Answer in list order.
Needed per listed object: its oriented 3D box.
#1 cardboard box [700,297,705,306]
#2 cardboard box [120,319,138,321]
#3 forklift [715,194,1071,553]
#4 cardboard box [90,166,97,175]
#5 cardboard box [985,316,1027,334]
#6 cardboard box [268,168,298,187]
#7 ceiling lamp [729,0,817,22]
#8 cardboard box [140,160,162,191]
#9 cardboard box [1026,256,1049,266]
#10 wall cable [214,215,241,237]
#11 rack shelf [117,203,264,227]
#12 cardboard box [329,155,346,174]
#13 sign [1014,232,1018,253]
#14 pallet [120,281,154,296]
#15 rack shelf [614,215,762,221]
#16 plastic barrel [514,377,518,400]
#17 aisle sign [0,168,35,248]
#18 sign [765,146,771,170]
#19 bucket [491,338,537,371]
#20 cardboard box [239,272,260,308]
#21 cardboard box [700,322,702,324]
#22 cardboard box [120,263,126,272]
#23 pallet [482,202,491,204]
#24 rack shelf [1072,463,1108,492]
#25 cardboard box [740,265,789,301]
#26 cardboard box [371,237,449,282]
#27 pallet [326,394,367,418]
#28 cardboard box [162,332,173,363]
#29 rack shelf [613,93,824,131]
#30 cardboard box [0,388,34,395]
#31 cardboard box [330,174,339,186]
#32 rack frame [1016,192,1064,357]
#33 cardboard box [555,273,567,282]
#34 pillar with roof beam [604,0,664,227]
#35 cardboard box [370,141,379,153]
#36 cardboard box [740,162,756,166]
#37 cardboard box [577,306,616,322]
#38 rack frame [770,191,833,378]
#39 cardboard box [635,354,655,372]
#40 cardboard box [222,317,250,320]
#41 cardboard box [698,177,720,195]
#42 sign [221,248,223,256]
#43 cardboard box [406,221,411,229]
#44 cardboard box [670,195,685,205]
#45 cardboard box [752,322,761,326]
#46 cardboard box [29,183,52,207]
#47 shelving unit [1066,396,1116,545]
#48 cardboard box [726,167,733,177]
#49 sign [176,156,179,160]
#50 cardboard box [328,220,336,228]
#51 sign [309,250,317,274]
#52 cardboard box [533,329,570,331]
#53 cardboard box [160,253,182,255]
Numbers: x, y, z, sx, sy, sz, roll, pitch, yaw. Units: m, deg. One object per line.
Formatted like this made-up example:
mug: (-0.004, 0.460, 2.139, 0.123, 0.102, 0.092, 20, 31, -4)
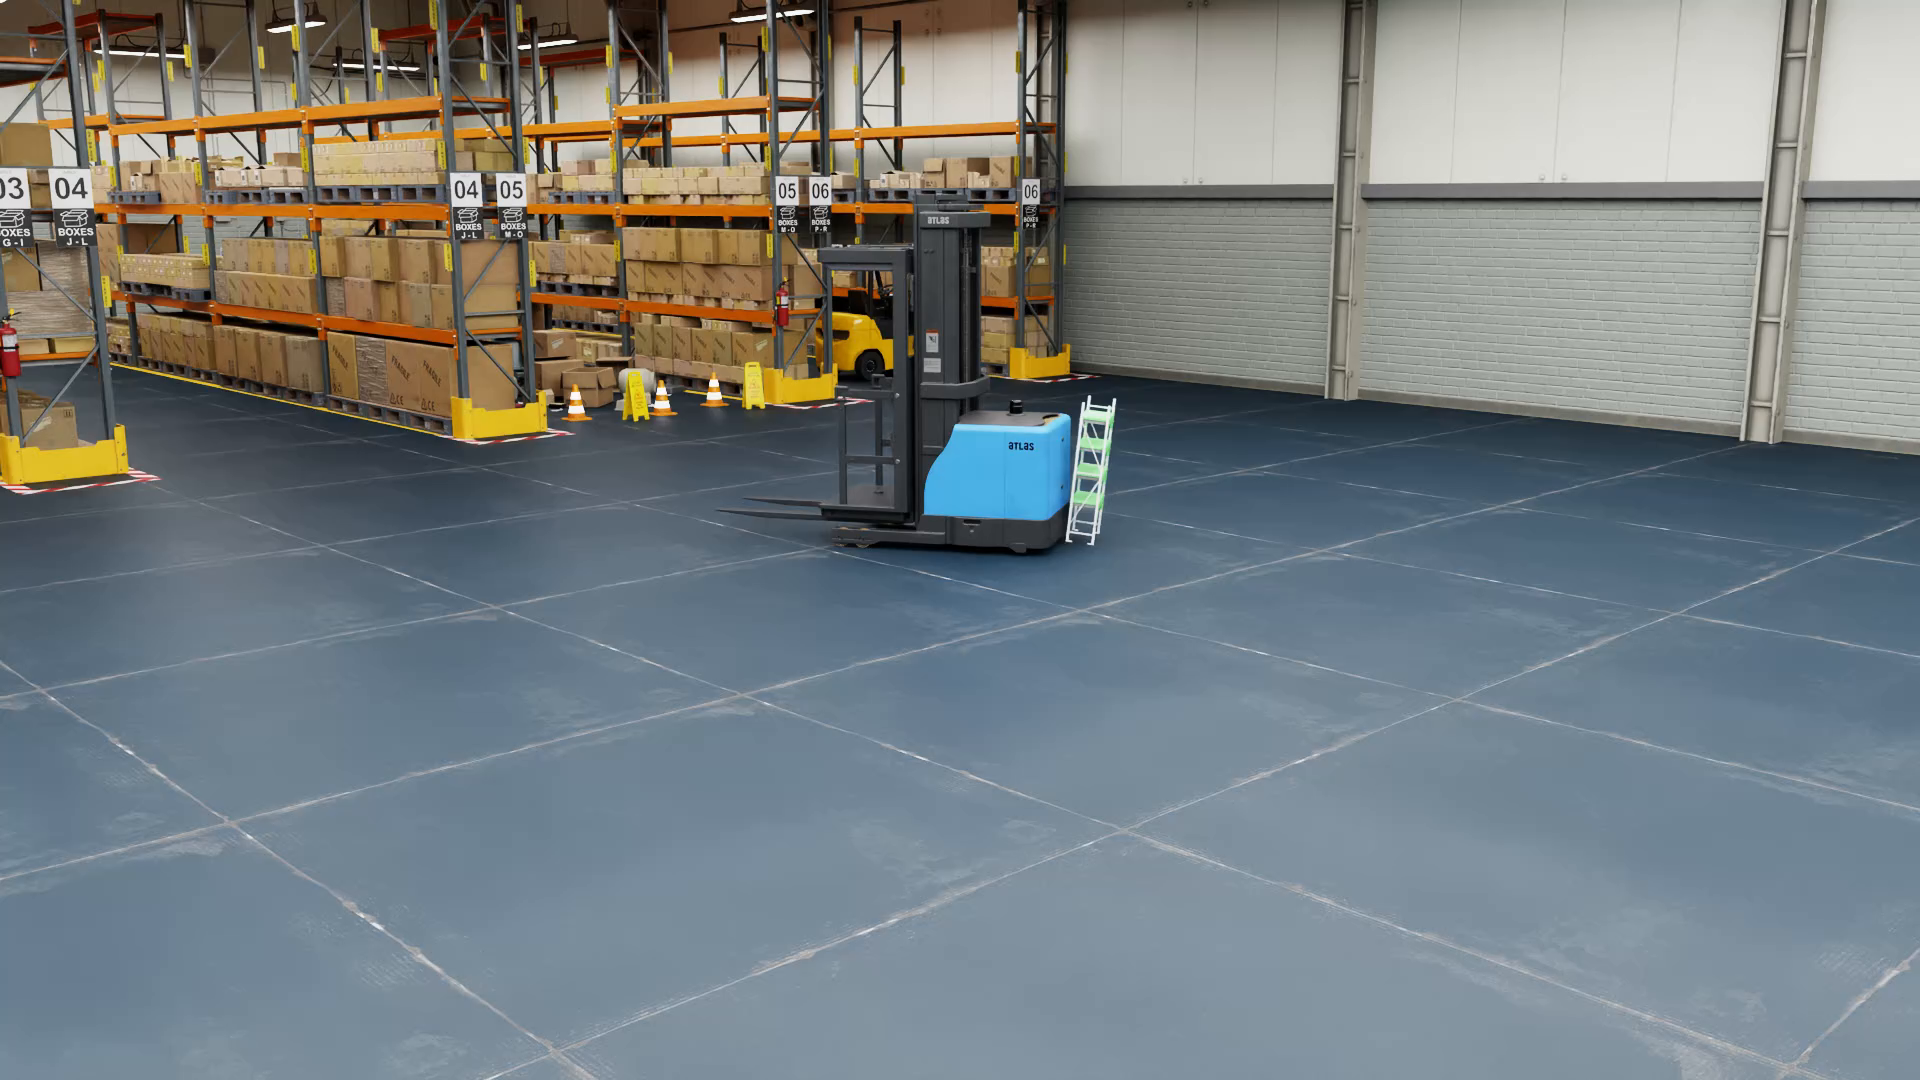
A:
cardboard box: (-3.727, -3.639, 25.265, 0.380, 0.149, 0.250, -11, 16, -43)
cardboard box: (-15.522, -4.058, 31.226, 0.380, 0.149, 0.250, -10, 15, -40)
forklift: (-0.603, -1.469, 14.276, 3.031, 2.935, 1.130, 3, 12, 15)
cardboard box: (-15.210, -6.553, 29.496, 0.250, 0.149, 0.380, 11, 16, 43)
cardboard box: (0.771, -3.576, 27.633, 0.500, 0.250, 0.500, -10, 15, -41)
cardboard box: (-9.557, -5.191, 23.823, 0.500, 0.250, 0.500, -11, 16, -43)
ceiling lamp: (-2.942, -10.259, 27.438, 0.800, 3.185, 2.000, -11, 16, -43)
cardboard box: (-13.098, -6.040, 27.566, 0.797, 0.503, 0.637, -11, 16, -43)
cardboard box: (1.268, -4.656, 27.723, 0.250, 0.149, 0.380, 11, 16, 44)
wall cable: (-17.233, -7.180, 39.230, 0.585, 1.953, 0.123, -11, 16, -43)
rack shelf: (-12.689, -5.383, 27.457, 1.077, 0.370, 4.000, -11, 16, -43)
cardboard box: (-8.061, -5.003, 22.175, 0.500, 0.250, 0.500, -11, 16, -43)
sign: (0.913, -4.814, 26.885, 0.100, 0.325, 0.005, -11, 16, -43)
pallet: (-13.647, -4.333, 28.484, 1.003, 0.211, 1.213, -11, 16, -43)
rack shelf: (-5.591, -6.780, 34.237, 1.077, 0.370, 4.000, -11, 16, -43)
plastic barrel: (-6.652, -2.177, 23.931, 0.512, 0.421, 0.421, -1, 12, -4)
aisle sign: (-9.614, -3.353, 16.811, 0.394, 0.787, 0.004, -11, 16, -43)
sign: (-2.688, -5.340, 23.270, 0.100, 0.325, 0.005, -11, 16, -43)
bucket: (-6.784, -2.834, 25.077, 0.726, 0.611, 0.620, -5, 3, -23)
cardboard box: (-10.492, -3.773, 25.044, 0.500, 0.500, 0.500, -11, 16, -43)
cardboard box: (-4.080, -3.199, 26.419, 0.500, 0.500, 0.500, -11, 16, -42)
cardboard box: (-14.131, -4.665, 28.467, 0.380, 0.149, 0.250, -11, 16, -42)
pallet: (-8.280, -6.143, 29.827, 1.213, 0.211, 1.003, -10, 15, -40)
rack shelf: (1.121, -0.543, 14.332, 0.258, 0.148, 0.480, 8, 13, 9)
cardboard box: (-2.847, -3.747, 24.181, 0.500, 0.500, 0.500, -11, 16, -44)
cardboard box: (-7.206, -3.696, 21.872, 0.875, 0.550, 0.500, -11, 16, -43)
pallet: (-8.077, -1.903, 23.127, 1.003, 0.211, 1.213, -11, 16, -43)
cardboard box: (-13.013, -3.244, 27.876, 0.500, 0.500, 0.500, -11, 16, -42)
rack shelf: (-3.654, -6.388, 24.908, 1.077, 0.370, 4.000, -11, 16, -43)
cardboard box: (-11.069, -1.470, 19.266, 0.500, 0.500, 0.500, 10, 15, 40)
cardboard box: (-8.188, -4.817, 22.260, 0.380, 0.149, 0.250, -11, 16, -43)
rack frame: (1.315, -4.204, 27.383, 1.000, 3.000, 0.127, -11, 16, -43)
cardboard box: (-6.626, -4.446, 28.140, 0.380, 0.149, 0.250, -10, 15, -41)
pillar with roof beam: (-9.915, -8.521, 33.469, 9.100, 9.000, 0.548, -11, 16, -43)
cardboard box: (-7.314, -5.023, 21.283, 0.380, 0.149, 0.250, -11, 16, -42)
cardboard box: (-3.886, -7.005, 32.007, 0.500, 0.500, 0.500, -11, 16, -42)
cardboard box: (-8.102, -5.136, 37.063, 0.500, 0.500, 0.700, 11, 16, 43)
rack frame: (-2.273, -3.512, 24.023, 1.000, 3.000, 0.127, -11, 16, -43)
cardboard box: (-4.823, -2.831, 26.491, 0.500, 0.250, 0.500, 11, 16, 43)
cardboard box: (-11.959, -3.532, 27.416, 0.500, 0.250, 0.500, -11, 16, -43)
cardboard box: (-3.529, -5.239, 24.607, 0.500, 0.250, 0.500, -10, 16, -41)
sign: (-17.310, -6.801, 39.319, 0.327, 0.218, 0.001, -11, 16, -43)
cardboard box: (-10.779, -6.237, 32.917, 0.380, 0.149, 0.250, -11, 16, -42)
cardboard box: (-4.170, -5.162, 25.220, 0.380, 0.149, 0.250, -11, 16, -44)
cardboard box: (-3.789, -4.321, 32.796, 0.875, 0.625, 0.625, -10, 15, -41)
cardboard box: (-9.586, -3.633, 17.549, 0.500, 0.250, 0.500, -10, 15, -41)
shelving unit: (1.128, -0.605, 14.317, 0.258, 1.200, 0.503, 8, 13, 9)
cardboard box: (-3.198, -5.379, 24.297, 0.380, 0.149, 0.250, -11, 16, -42)
sign: (-13.671, -6.552, 29.087, 0.100, 0.325, 0.005, -11, 16, -43)
cardboard box: (-12.753, -6.495, 34.169, 0.250, 0.149, 0.380, 11, 16, 43)
sign: (-8.931, -3.842, 22.954, 0.100, 0.325, 0.005, -11, 16, -43)
cardboard box: (-7.414, -3.514, 29.506, 0.625, 0.372, 0.950, 10, 16, 41)
cardboard box: (-13.652, -4.901, 28.875, 0.380, 0.149, 0.250, -10, 15, -40)
